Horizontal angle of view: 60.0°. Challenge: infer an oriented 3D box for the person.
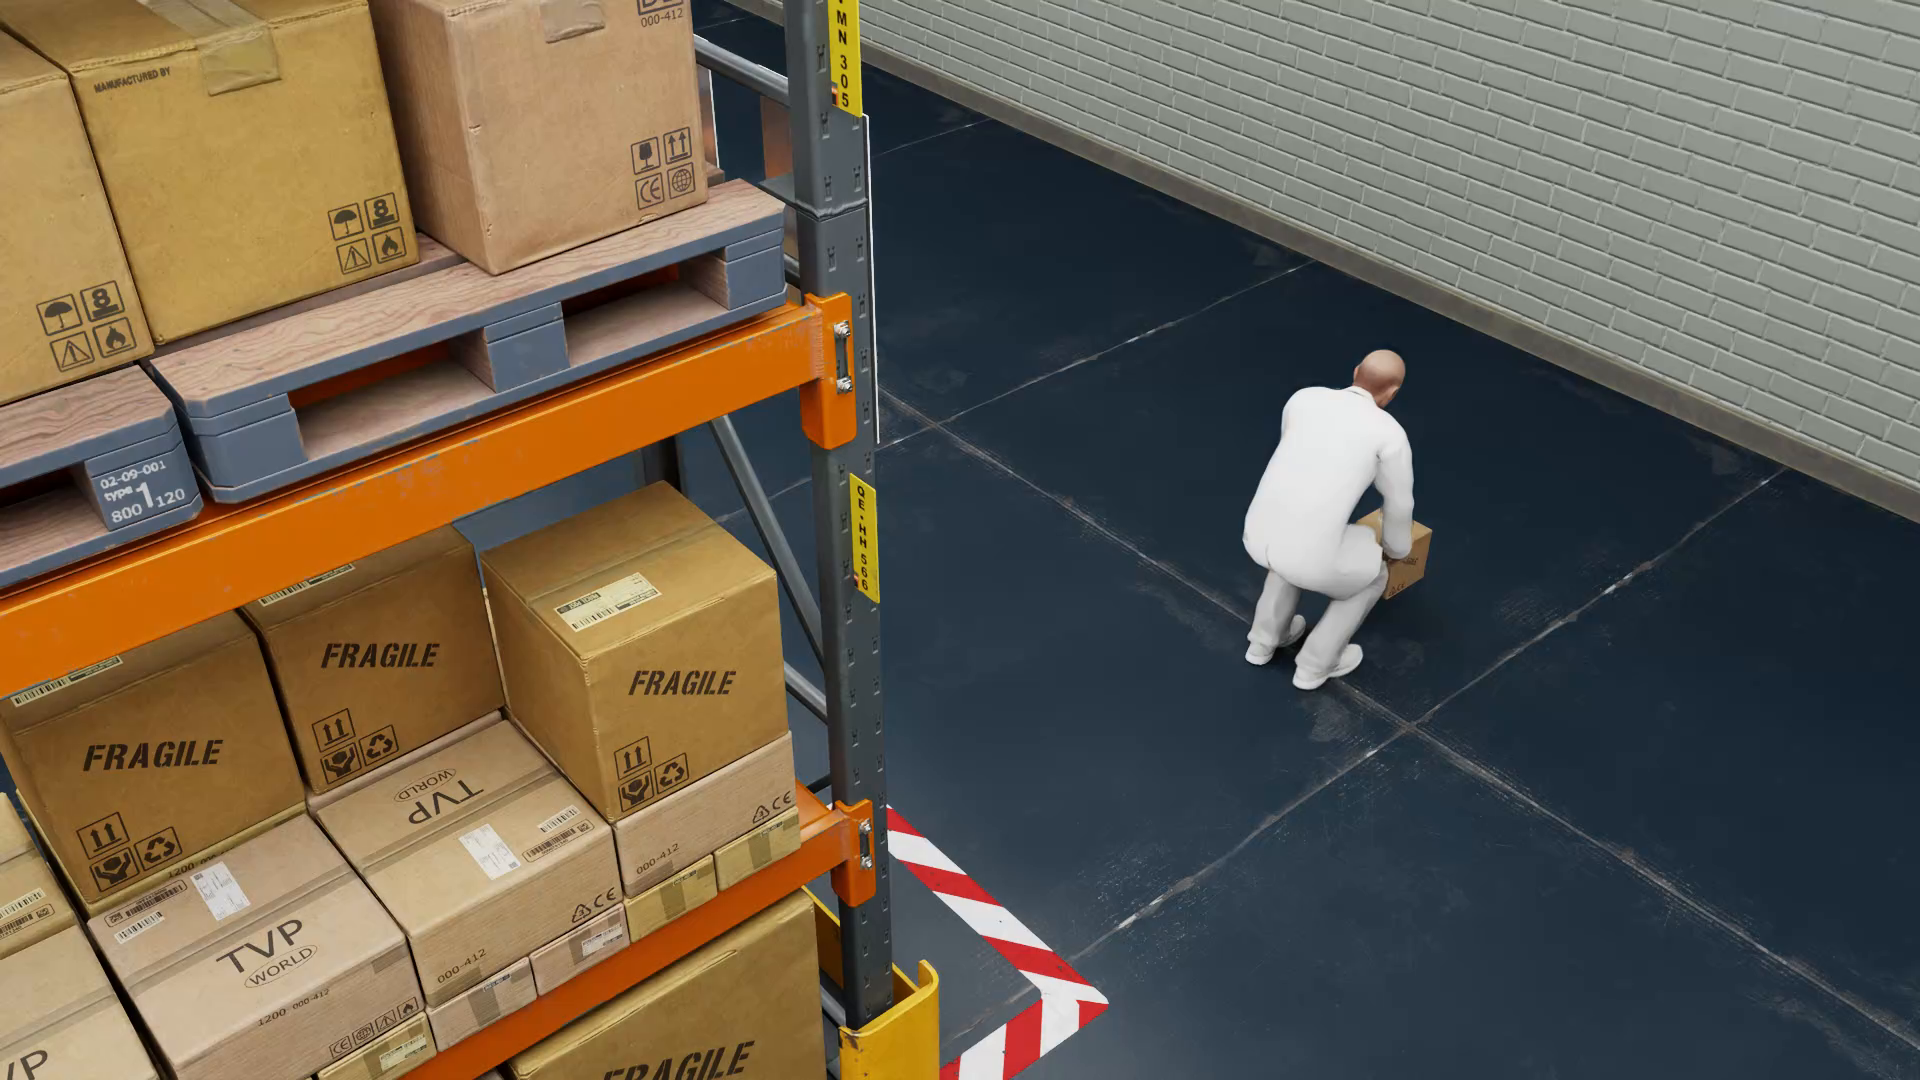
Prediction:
[{"bbox_3d":[1.438,-0.067,6.650,0.764,1.322,0.631,-26,43,-32],"label":"person"}]
